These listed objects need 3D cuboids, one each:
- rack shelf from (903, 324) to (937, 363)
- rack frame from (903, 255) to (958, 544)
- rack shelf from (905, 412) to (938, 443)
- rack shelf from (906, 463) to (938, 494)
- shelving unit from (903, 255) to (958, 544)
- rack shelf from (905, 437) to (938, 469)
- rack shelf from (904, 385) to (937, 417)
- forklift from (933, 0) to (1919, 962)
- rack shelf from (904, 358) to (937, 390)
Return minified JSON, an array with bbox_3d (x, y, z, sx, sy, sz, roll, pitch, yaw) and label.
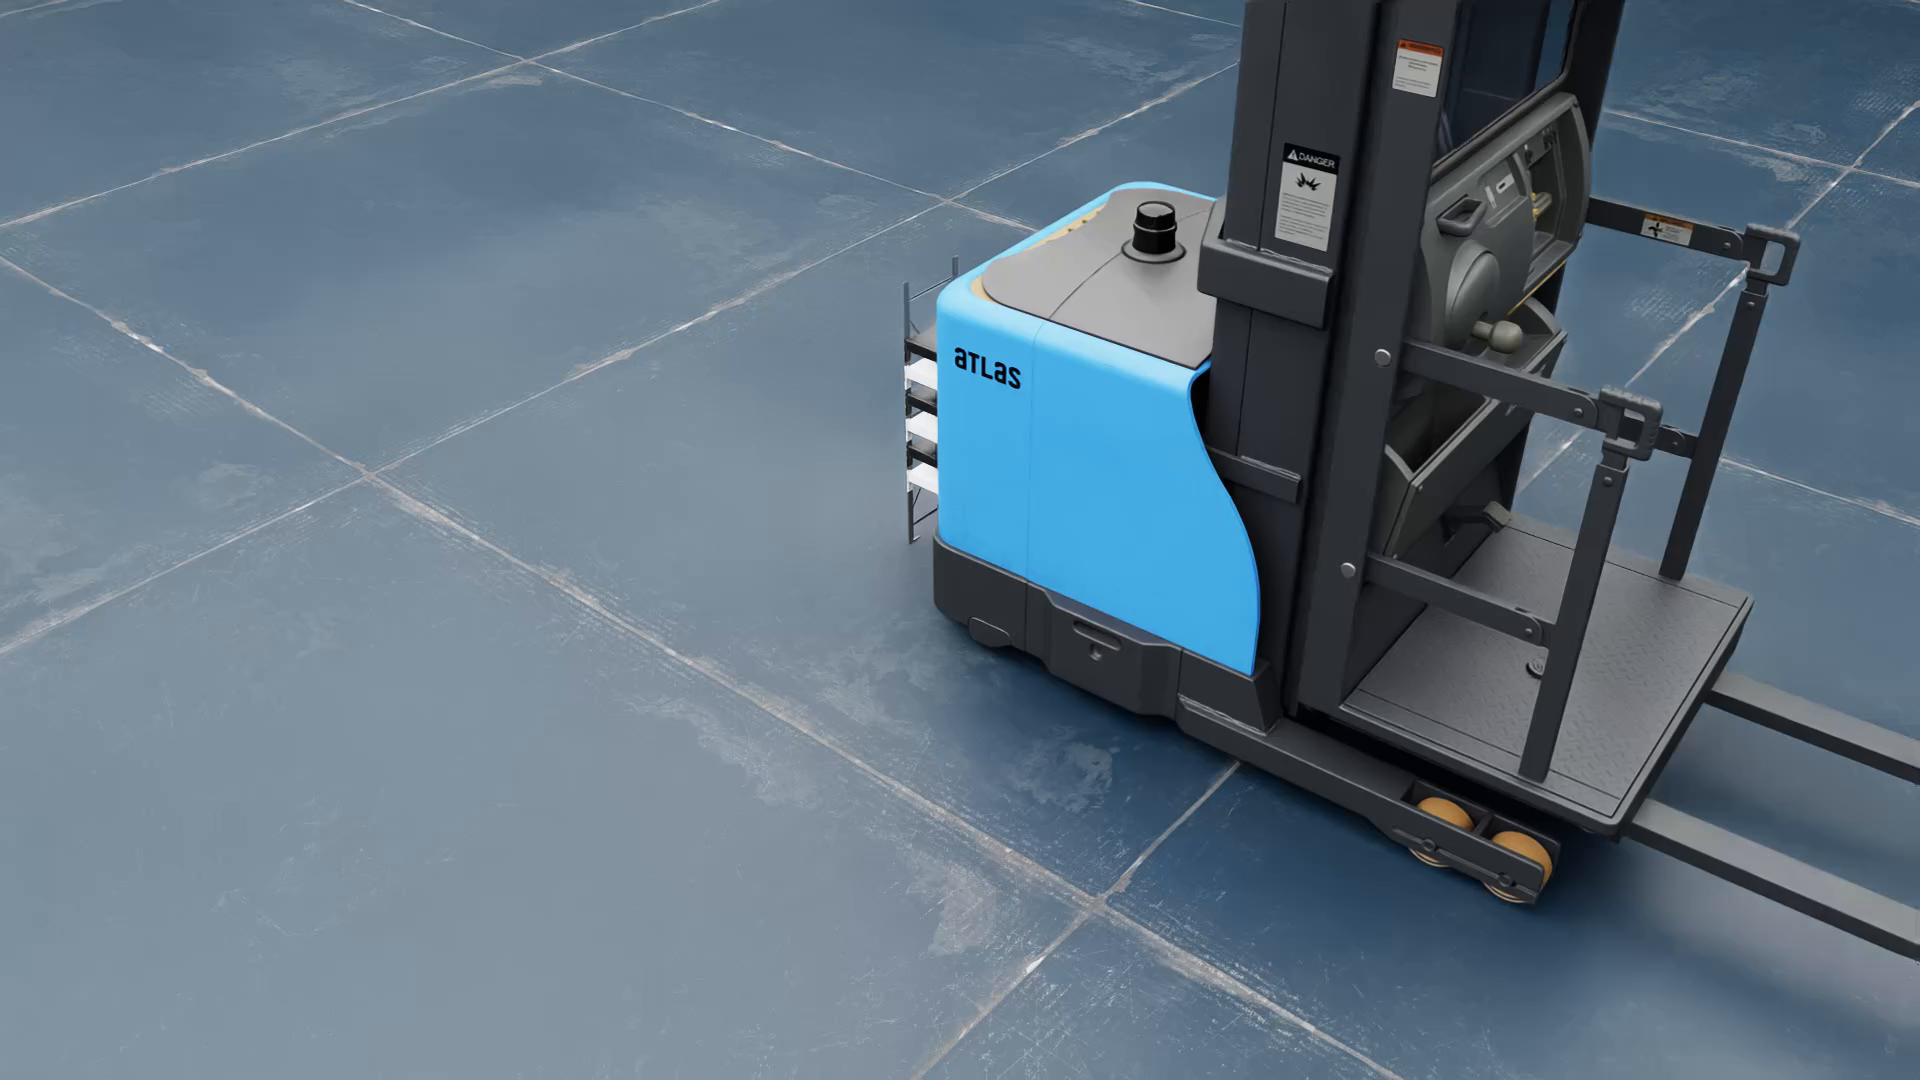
[{"bbox_3d":[-0.006,-0.569,4.866,0.200,0.077,0.258,25,42,32],"label":"rack shelf"},{"bbox_3d":[-0.084,-0.411,5.053,0.006,0.900,0.240,25,42,32],"label":"rack frame"},{"bbox_3d":[-0.006,-0.346,5.018,0.200,0.077,0.258,25,42,32],"label":"rack shelf"},{"bbox_3d":[-0.006,-0.198,5.120,0.200,0.077,0.258,25,42,32],"label":"rack shelf"},{"bbox_3d":[-0.006,-0.374,5.000,0.210,0.900,0.258,25,42,32],"label":"shelving unit"},{"bbox_3d":[-0.006,-0.272,5.069,0.200,0.077,0.258,25,42,32],"label":"rack shelf"},{"bbox_3d":[-0.006,-0.421,4.967,0.200,0.077,0.258,25,42,32],"label":"rack shelf"},{"bbox_3d":[1.404,-0.684,3.656,3.031,2.935,1.130,23,41,30],"label":"forklift"},{"bbox_3d":[-0.006,-0.495,4.917,0.200,0.077,0.258,25,42,32],"label":"rack shelf"}]
